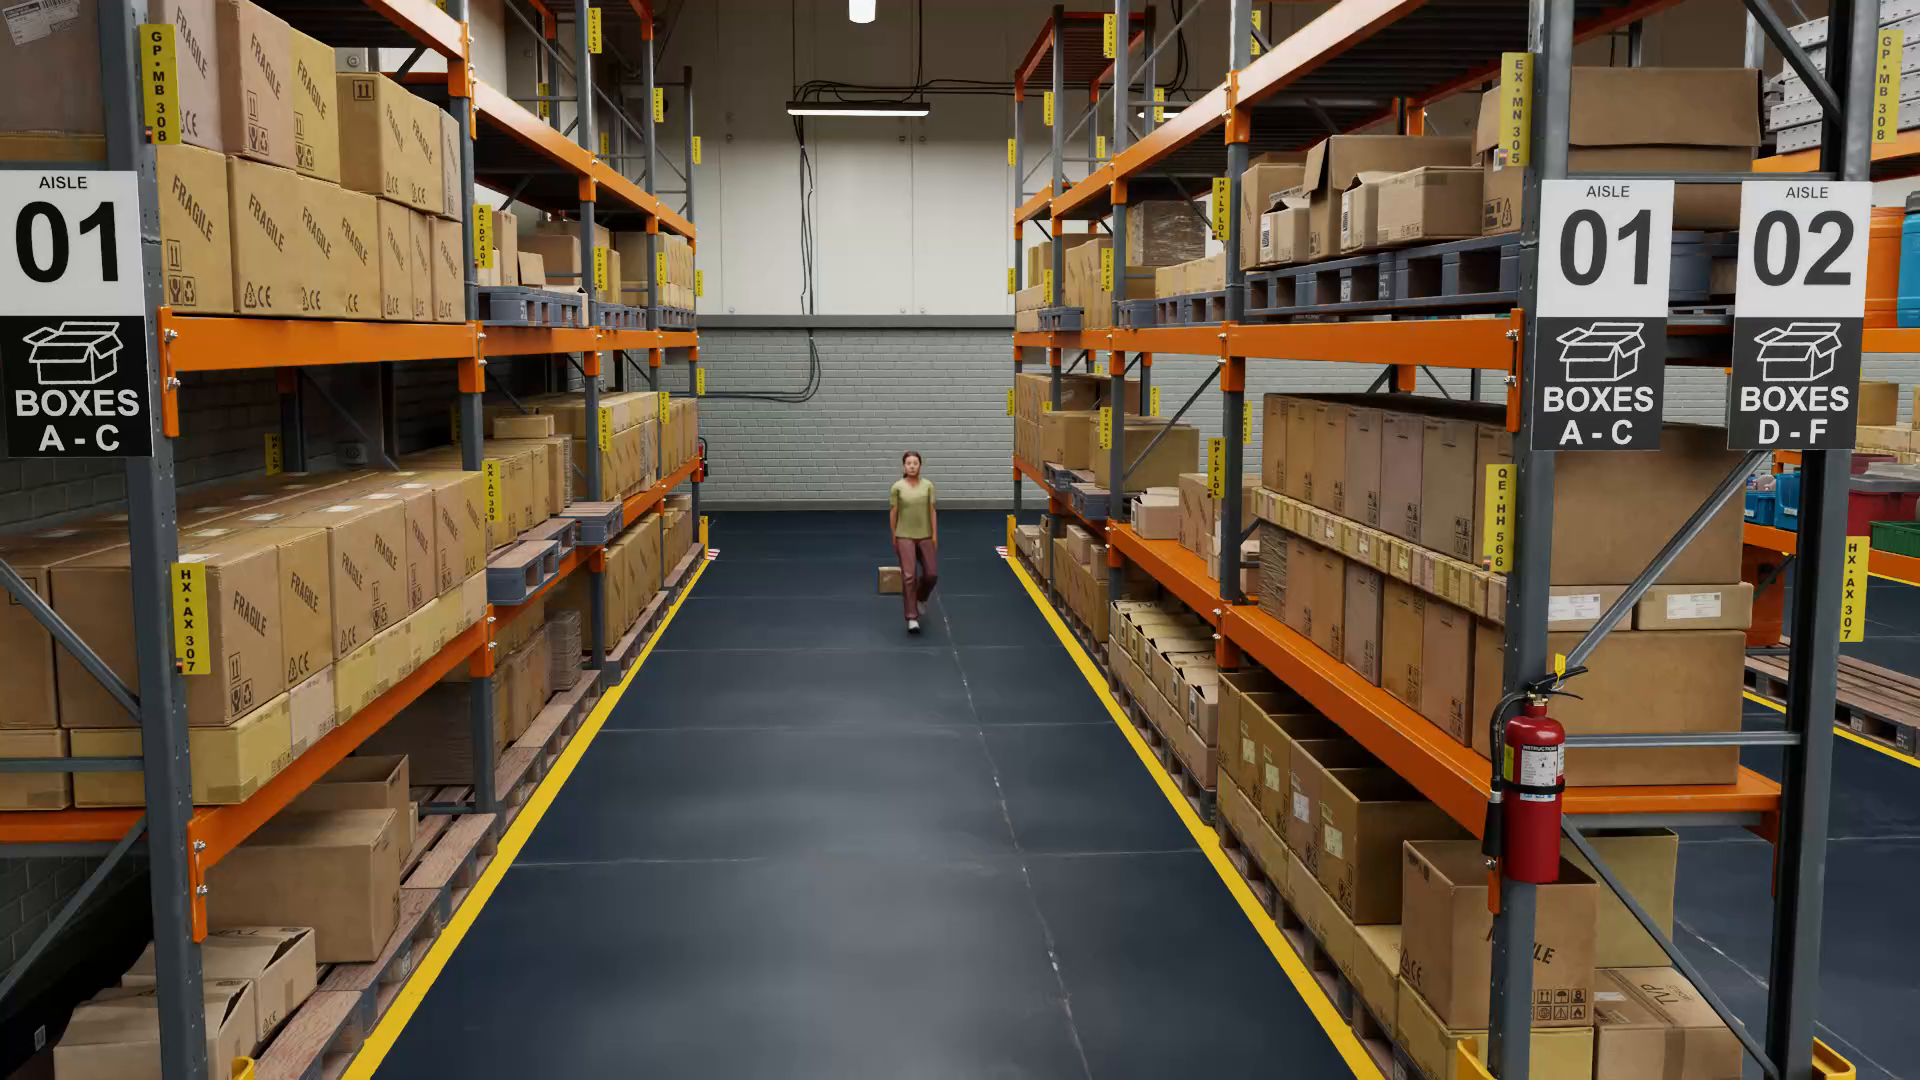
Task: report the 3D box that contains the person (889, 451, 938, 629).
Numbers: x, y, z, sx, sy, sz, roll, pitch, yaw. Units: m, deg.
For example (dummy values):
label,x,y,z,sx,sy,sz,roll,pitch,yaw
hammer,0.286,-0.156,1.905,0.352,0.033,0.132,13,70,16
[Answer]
label,x,y,z,sx,sy,sz,roll,pitch,yaw
person,-0.437,-0.014,15.690,0.457,1.655,0.623,-1,7,-11
